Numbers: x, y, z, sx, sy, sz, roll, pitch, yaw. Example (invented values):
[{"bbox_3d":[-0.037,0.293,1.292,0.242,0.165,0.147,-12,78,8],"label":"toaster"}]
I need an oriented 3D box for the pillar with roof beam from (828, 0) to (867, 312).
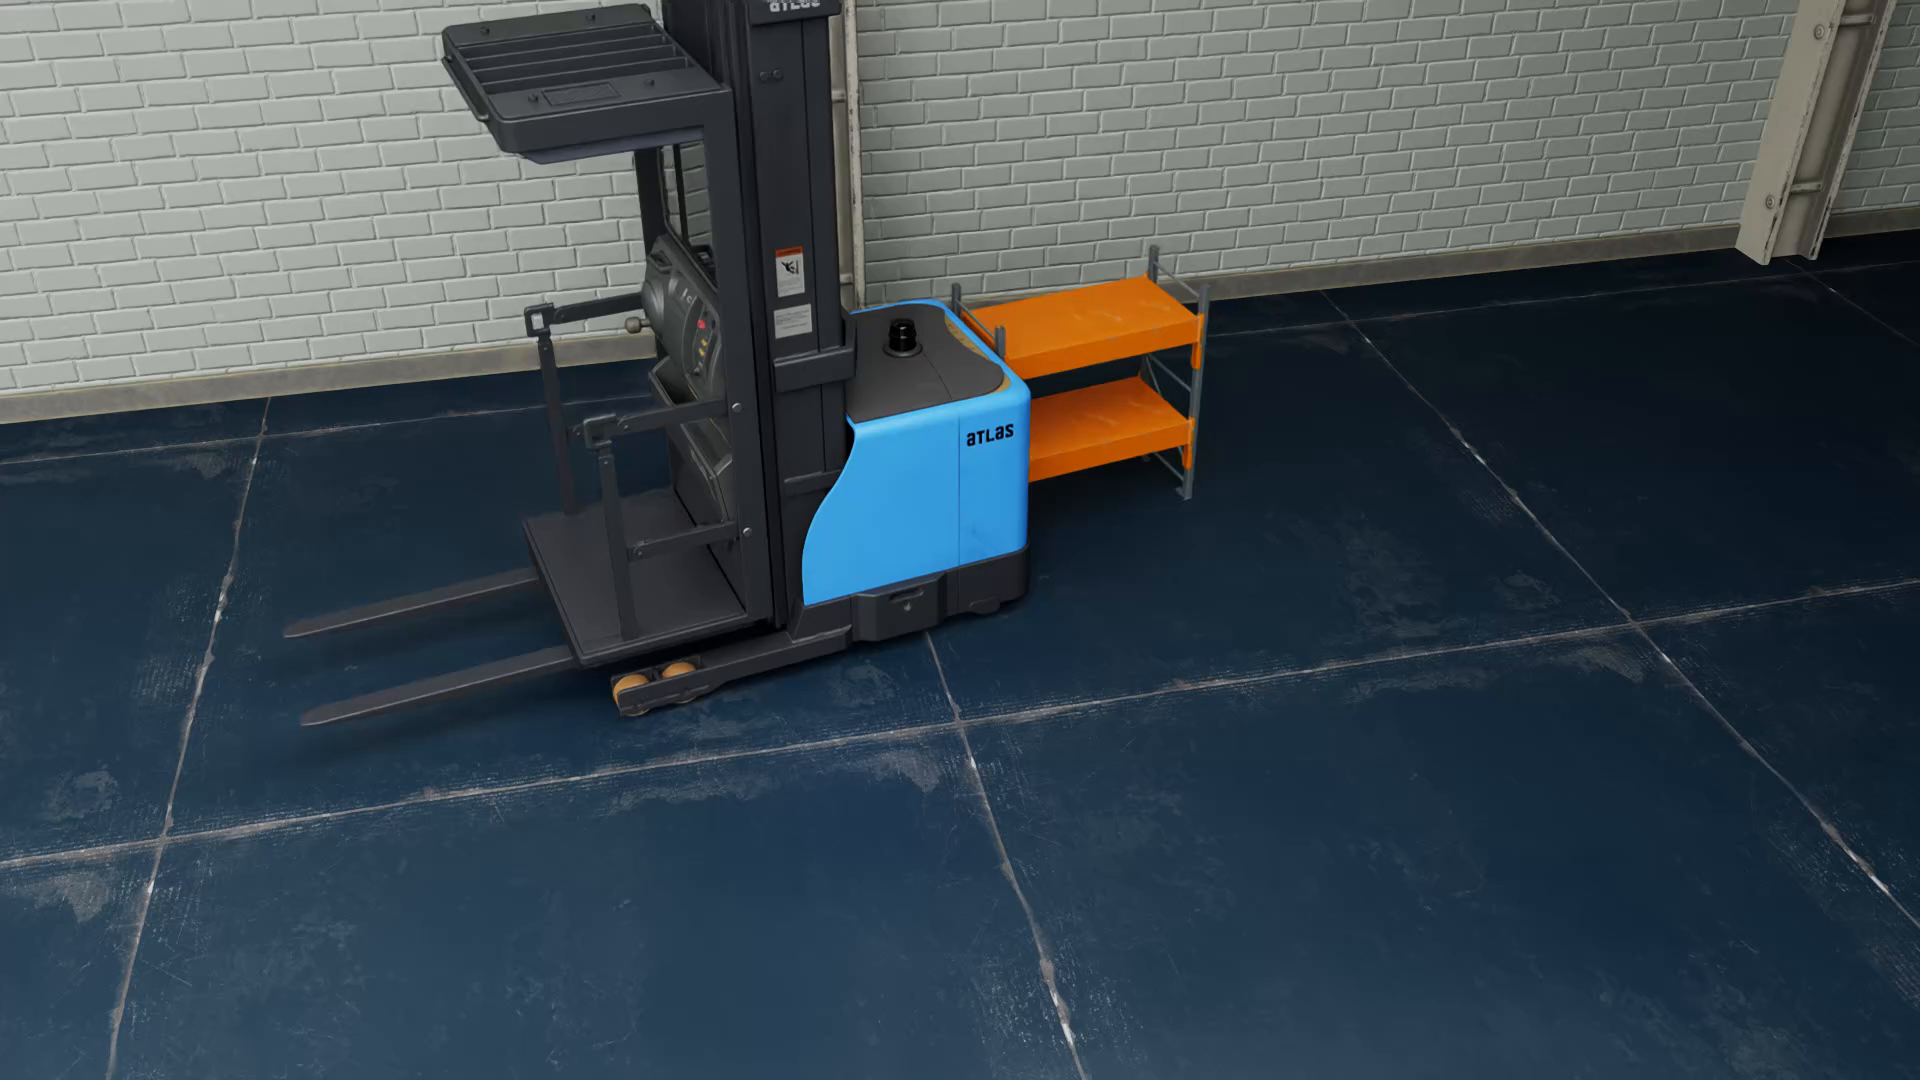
[{"bbox_3d":[0.213,-2.468,3.352,0.400,9.000,9.100,-7,35,-11],"label":"pillar with roof beam"}]

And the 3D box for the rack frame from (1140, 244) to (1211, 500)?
[{"bbox_3d":[1.004,-0.790,7.918,0.032,1.125,0.500,-14,36,-20],"label":"rack frame"}]

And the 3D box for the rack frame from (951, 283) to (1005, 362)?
[{"bbox_3d":[0.078,-0.557,7.570,0.032,1.125,0.500,-14,36,-20],"label":"rack frame"}]

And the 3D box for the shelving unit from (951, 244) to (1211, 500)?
[{"bbox_3d":[0.541,-0.674,7.744,1.048,1.125,0.538,-14,36,-20],"label":"shelving unit"}]

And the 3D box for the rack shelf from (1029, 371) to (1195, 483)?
[{"bbox_3d":[0.541,-0.471,7.881,1.000,0.278,0.538,-14,36,-20],"label":"rack shelf"}]

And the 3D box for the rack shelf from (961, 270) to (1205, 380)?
[{"bbox_3d":[0.541,-0.917,7.581,1.000,0.278,0.538,-14,36,-20],"label":"rack shelf"}]

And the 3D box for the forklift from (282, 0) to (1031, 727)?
[{"bbox_3d":[-1.257,-0.845,6.378,3.031,2.935,1.130,-14,36,-20],"label":"forklift"}]

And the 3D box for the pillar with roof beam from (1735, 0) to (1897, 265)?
[{"bbox_3d":[6.065,-3.205,4.451,0.400,9.000,9.100,-7,35,-11],"label":"pillar with roof beam"}]
